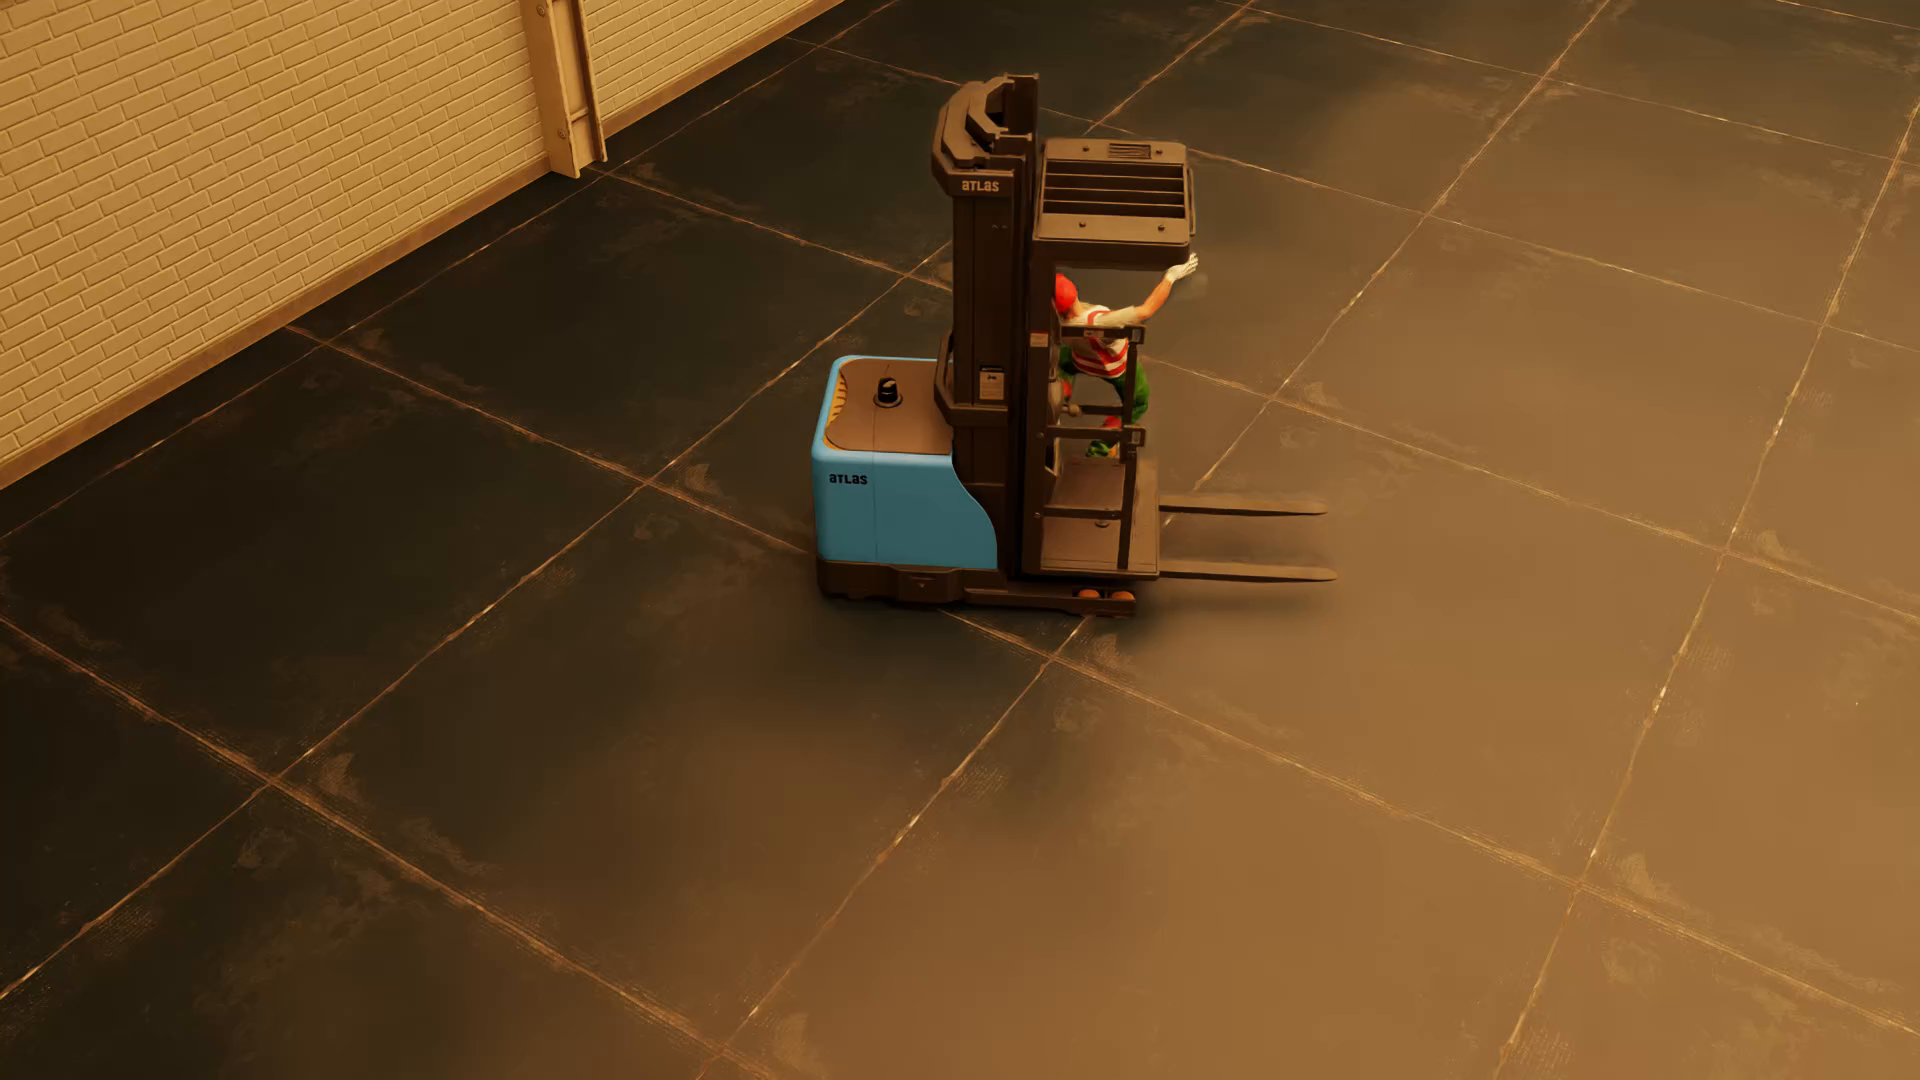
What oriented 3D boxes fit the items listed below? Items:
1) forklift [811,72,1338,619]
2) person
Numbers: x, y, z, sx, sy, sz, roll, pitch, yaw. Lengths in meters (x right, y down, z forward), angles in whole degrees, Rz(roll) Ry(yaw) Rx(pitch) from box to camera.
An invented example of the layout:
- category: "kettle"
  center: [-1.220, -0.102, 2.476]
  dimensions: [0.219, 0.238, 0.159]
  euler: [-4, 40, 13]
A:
- category: "forklift"
  center: [0.703, -1.017, 9.167]
  dimensions: [3.031, 2.935, 1.130]
  euler: [3, 40, 4]
- category: "person"
  center: [0.839, -1.156, 10.289]
  dimensions: [1.013, 1.658, 0.738]
  euler: [21, 45, 23]
